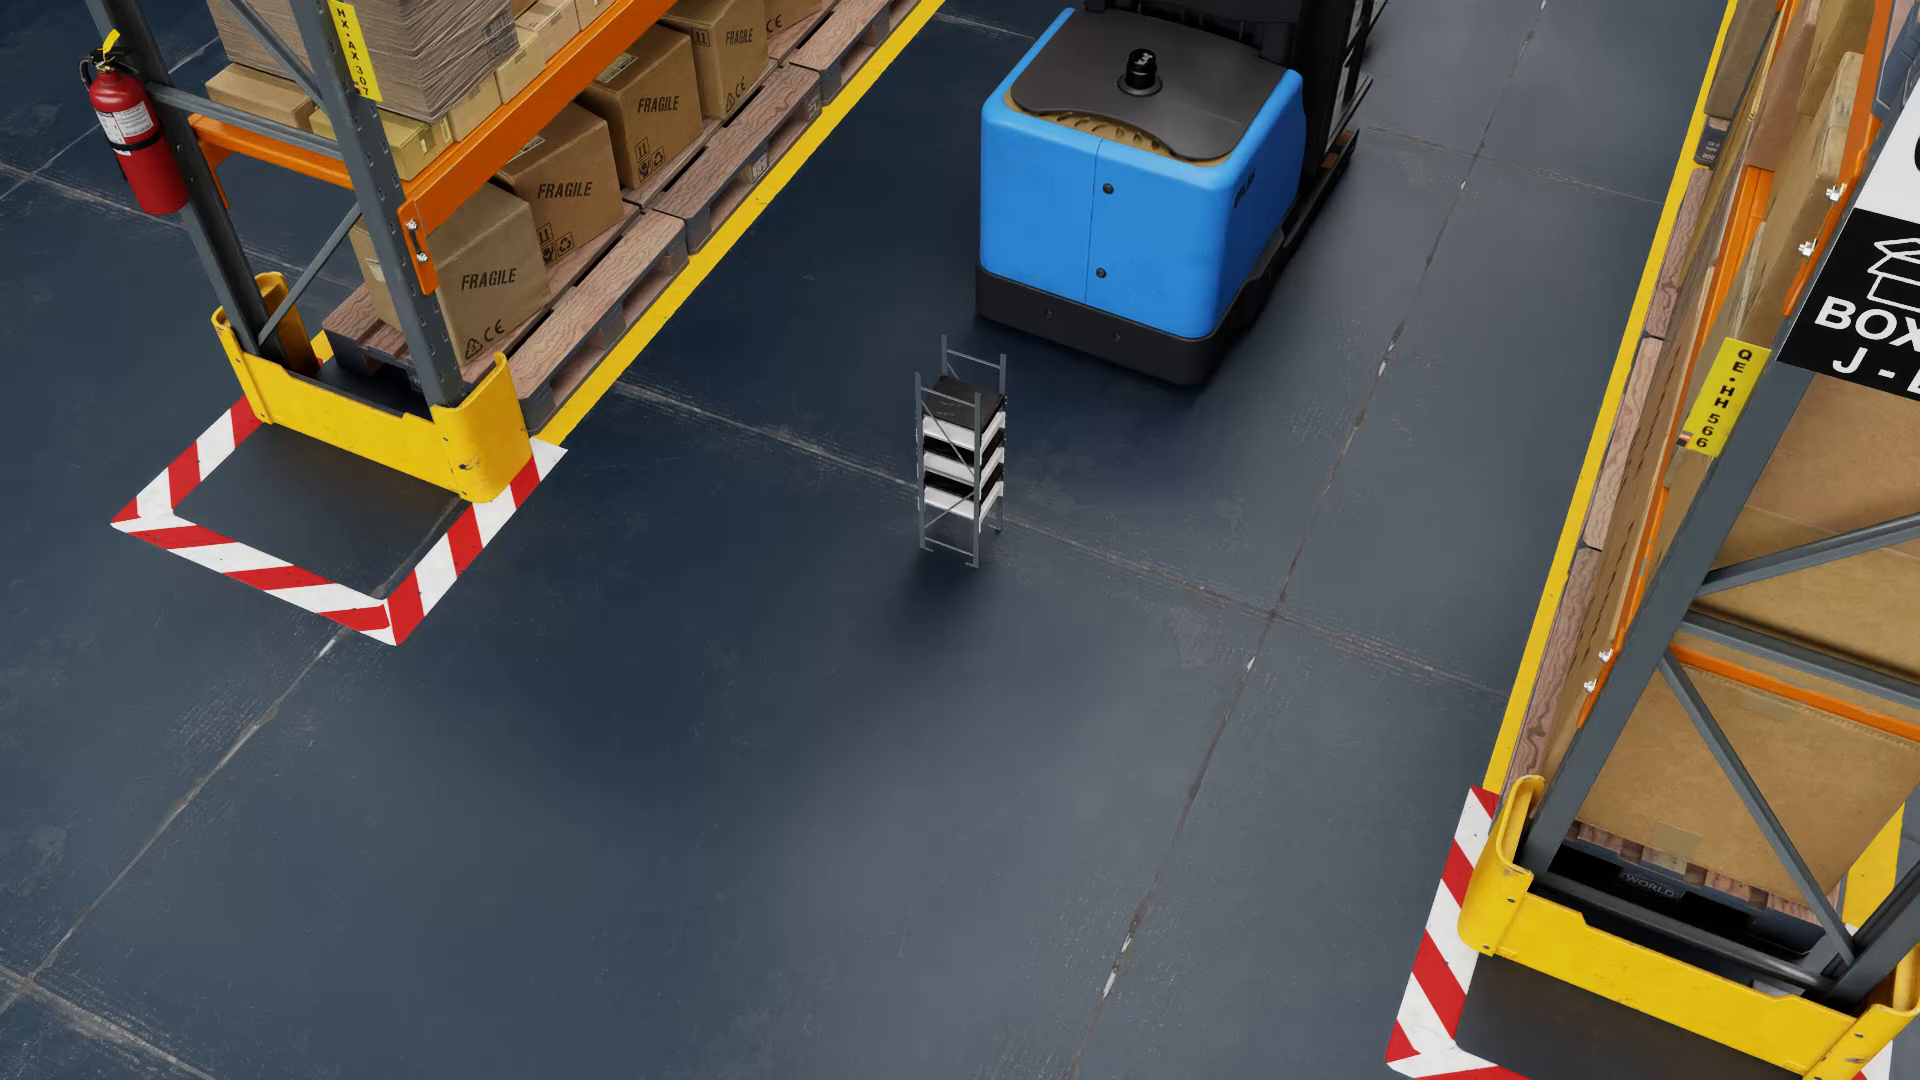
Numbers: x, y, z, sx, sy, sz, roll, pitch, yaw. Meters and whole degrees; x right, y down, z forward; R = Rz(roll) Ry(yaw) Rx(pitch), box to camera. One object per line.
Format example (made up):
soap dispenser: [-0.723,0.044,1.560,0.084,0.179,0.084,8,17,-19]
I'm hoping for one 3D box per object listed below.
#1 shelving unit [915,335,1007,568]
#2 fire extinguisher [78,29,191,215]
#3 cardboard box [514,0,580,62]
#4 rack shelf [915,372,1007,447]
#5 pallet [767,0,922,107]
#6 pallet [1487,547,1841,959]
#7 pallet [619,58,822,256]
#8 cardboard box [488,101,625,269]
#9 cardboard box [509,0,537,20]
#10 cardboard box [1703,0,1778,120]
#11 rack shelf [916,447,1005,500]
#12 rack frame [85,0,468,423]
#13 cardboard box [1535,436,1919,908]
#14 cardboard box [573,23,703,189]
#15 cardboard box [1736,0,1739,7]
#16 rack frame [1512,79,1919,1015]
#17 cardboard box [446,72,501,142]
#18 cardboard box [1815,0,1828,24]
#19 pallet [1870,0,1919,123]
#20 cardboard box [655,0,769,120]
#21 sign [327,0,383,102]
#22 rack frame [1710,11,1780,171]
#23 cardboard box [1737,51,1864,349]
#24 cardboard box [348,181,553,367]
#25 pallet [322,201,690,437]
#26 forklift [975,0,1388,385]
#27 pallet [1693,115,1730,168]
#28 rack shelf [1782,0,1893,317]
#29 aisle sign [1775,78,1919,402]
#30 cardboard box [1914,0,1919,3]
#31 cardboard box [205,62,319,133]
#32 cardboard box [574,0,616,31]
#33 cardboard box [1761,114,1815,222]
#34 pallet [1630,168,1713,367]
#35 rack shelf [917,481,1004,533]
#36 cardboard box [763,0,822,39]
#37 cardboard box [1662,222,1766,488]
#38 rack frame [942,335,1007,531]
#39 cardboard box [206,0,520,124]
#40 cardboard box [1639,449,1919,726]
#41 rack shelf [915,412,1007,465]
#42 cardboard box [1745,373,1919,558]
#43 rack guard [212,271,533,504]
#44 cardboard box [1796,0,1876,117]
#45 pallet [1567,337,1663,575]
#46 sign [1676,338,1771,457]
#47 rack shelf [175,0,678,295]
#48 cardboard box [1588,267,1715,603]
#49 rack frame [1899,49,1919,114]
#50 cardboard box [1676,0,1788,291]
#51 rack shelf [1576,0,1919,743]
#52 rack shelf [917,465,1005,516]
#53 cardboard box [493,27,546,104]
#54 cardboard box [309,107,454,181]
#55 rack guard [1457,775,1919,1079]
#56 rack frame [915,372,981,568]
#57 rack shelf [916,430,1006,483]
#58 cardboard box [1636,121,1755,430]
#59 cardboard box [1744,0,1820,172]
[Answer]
shelving unit: [0.003,-0.297,5.912,0.258,0.900,0.210,20,52,16]
fire extinguisher: [-2.759,-1.397,5.520,0.296,0.674,0.183,20,52,16]
cardboard box: [-1.623,-1.901,6.063,0.380,0.149,0.250,20,52,16]
rack shelf: [0.003,-0.451,5.732,0.258,0.077,0.200,20,52,16]
pallet: [-0.839,-2.728,8.433,1.003,0.211,1.213,20,52,16]
pallet: [2.419,0.660,5.550,1.003,0.211,1.213,20,52,16]
pallet: [-1.359,-1.885,7.715,1.003,0.211,1.213,20,52,16]
cardboard box: [-1.787,-1.525,6.943,0.500,0.500,0.500,33,57,25]
cardboard box: [-1.928,-2.233,5.920,0.875,0.500,0.500,20,52,16]
cardboard box: [4.041,-2.286,7.427,1.050,0.750,0.750,20,52,16]
rack shelf: [0.003,-0.276,5.937,0.258,0.077,0.200,20,52,16]
rack frame: [-2.293,-1.351,5.430,1.000,3.000,0.127,20,52,16]
cardboard box: [2.378,0.396,5.063,0.875,0.875,0.875,20,53,16]
cardboard box: [-1.502,-1.949,7.305,0.500,0.500,0.500,24,54,19]
cardboard box: [4.457,-2.949,7.991,1.050,0.750,0.750,20,52,16]
rack frame: [2.148,0.332,3.998,1.000,3.000,0.127,20,52,16]
cardboard box: [-1.832,-1.554,5.768,0.380,0.149,0.250,20,52,16]
cardboard box: [3.184,-1.834,5.034,0.875,0.550,0.550,20,52,16]
pallet: [2.456,-1.125,3.327,1.003,0.211,1.213,20,52,16]
cardboard box: [-1.223,-2.319,7.619,0.500,0.500,0.500,16,51,13]
sign: [-1.802,-1.455,4.950,0.100,0.325,0.005,20,52,16]
rack frame: [3.857,-2.422,6.341,1.000,3.000,0.127,20,52,16]
cardboard box: [2.493,-0.718,4.084,0.875,0.550,0.550,20,52,16]
cardboard box: [-2.011,-1.102,6.583,0.500,0.500,0.500,29,55,22]
pallet: [-1.882,-1.048,7.003,1.003,0.211,1.213,20,52,16]
forklift: [1.189,-2.705,6.627,1.130,2.935,3.031,21,53,17]
pallet: [4.119,-2.074,7.876,1.003,0.211,1.213,20,52,16]
rack shelf: [3.003,-1.784,4.301,1.077,0.370,4.000,20,52,16]
aisle sign: [1.847,-0.559,3.049,0.394,0.787,0.004,20,52,16]
cardboard box: [1.984,-1.066,3.042,0.380,0.149,0.250,20,52,16]
cardboard box: [-2.358,-1.533,5.750,0.380,0.149,0.250,20,52,16]
cardboard box: [-1.510,-2.070,6.207,0.380,0.149,0.250,20,52,16]
cardboard box: [3.023,-1.096,5.114,0.875,0.550,0.500,20,52,16]
pallet: [3.462,-1.020,6.980,1.003,0.211,1.213,20,52,16]
rack shelf: [0.003,-0.159,6.075,0.258,0.077,0.200,20,52,16]
cardboard box: [-1.029,-2.772,8.005,0.500,0.500,0.500,36,58,27]
cardboard box: [2.481,-0.372,4.499,0.875,0.550,0.550,20,52,16]
rack frame: [0.047,-0.367,5.972,0.240,0.900,0.006,20,52,16]
cardboard box: [-2.033,-1.850,5.593,0.875,0.500,0.500,20,52,16]
cardboard box: [2.266,0.013,4.171,0.875,0.550,0.550,20,52,16]
rack shelf: [0.003,-0.392,5.800,0.258,0.077,0.200,20,52,16]
cardboard box: [2.342,-0.309,3.736,0.875,0.550,0.550,20,52,16]
rack guard: [-2.261,-0.593,6.427,1.175,0.500,0.348,20,52,16]
cardboard box: [2.964,-1.467,4.721,0.875,0.550,0.500,20,52,16]
pallet: [2.942,-0.177,6.262,1.003,0.211,1.213,20,52,16]
sign: [1.664,-0.306,3.625,0.100,0.325,0.005,20,52,16]
rack shelf: [-1.439,-2.495,6.876,1.077,0.370,4.000,20,52,16]
cardboard box: [2.752,-0.210,5.579,0.875,0.875,0.875,19,52,16]
rack frame: [2.148,-1.612,1.713,1.000,3.000,0.127,20,52,16]
cardboard box: [3.525,-1.459,6.642,0.875,0.875,0.875,21,53,17]
rack shelf: [3.003,-0.812,5.444,1.077,0.370,4.000,20,52,16]
rack shelf: [0.003,-0.217,6.006,0.258,0.077,0.200,20,52,16]
cardboard box: [-1.711,-1.722,5.910,0.380,0.149,0.250,20,52,16]
cardboard box: [-1.956,-1.388,5.627,0.380,0.149,0.250,20,52,16]
rack guard: [2.138,1.159,4.936,1.175,0.500,0.348,20,52,16]
rack frame: [-0.040,-0.227,5.852,0.240,0.900,0.006,20,52,16]
rack shelf: [0.003,-0.334,5.869,0.258,0.077,0.200,20,52,16]
cardboard box: [3.144,-0.837,6.112,0.875,0.875,0.875,20,53,16]
cardboard box: [3.159,-1.493,5.453,0.875,0.550,0.550,20,52,16]
